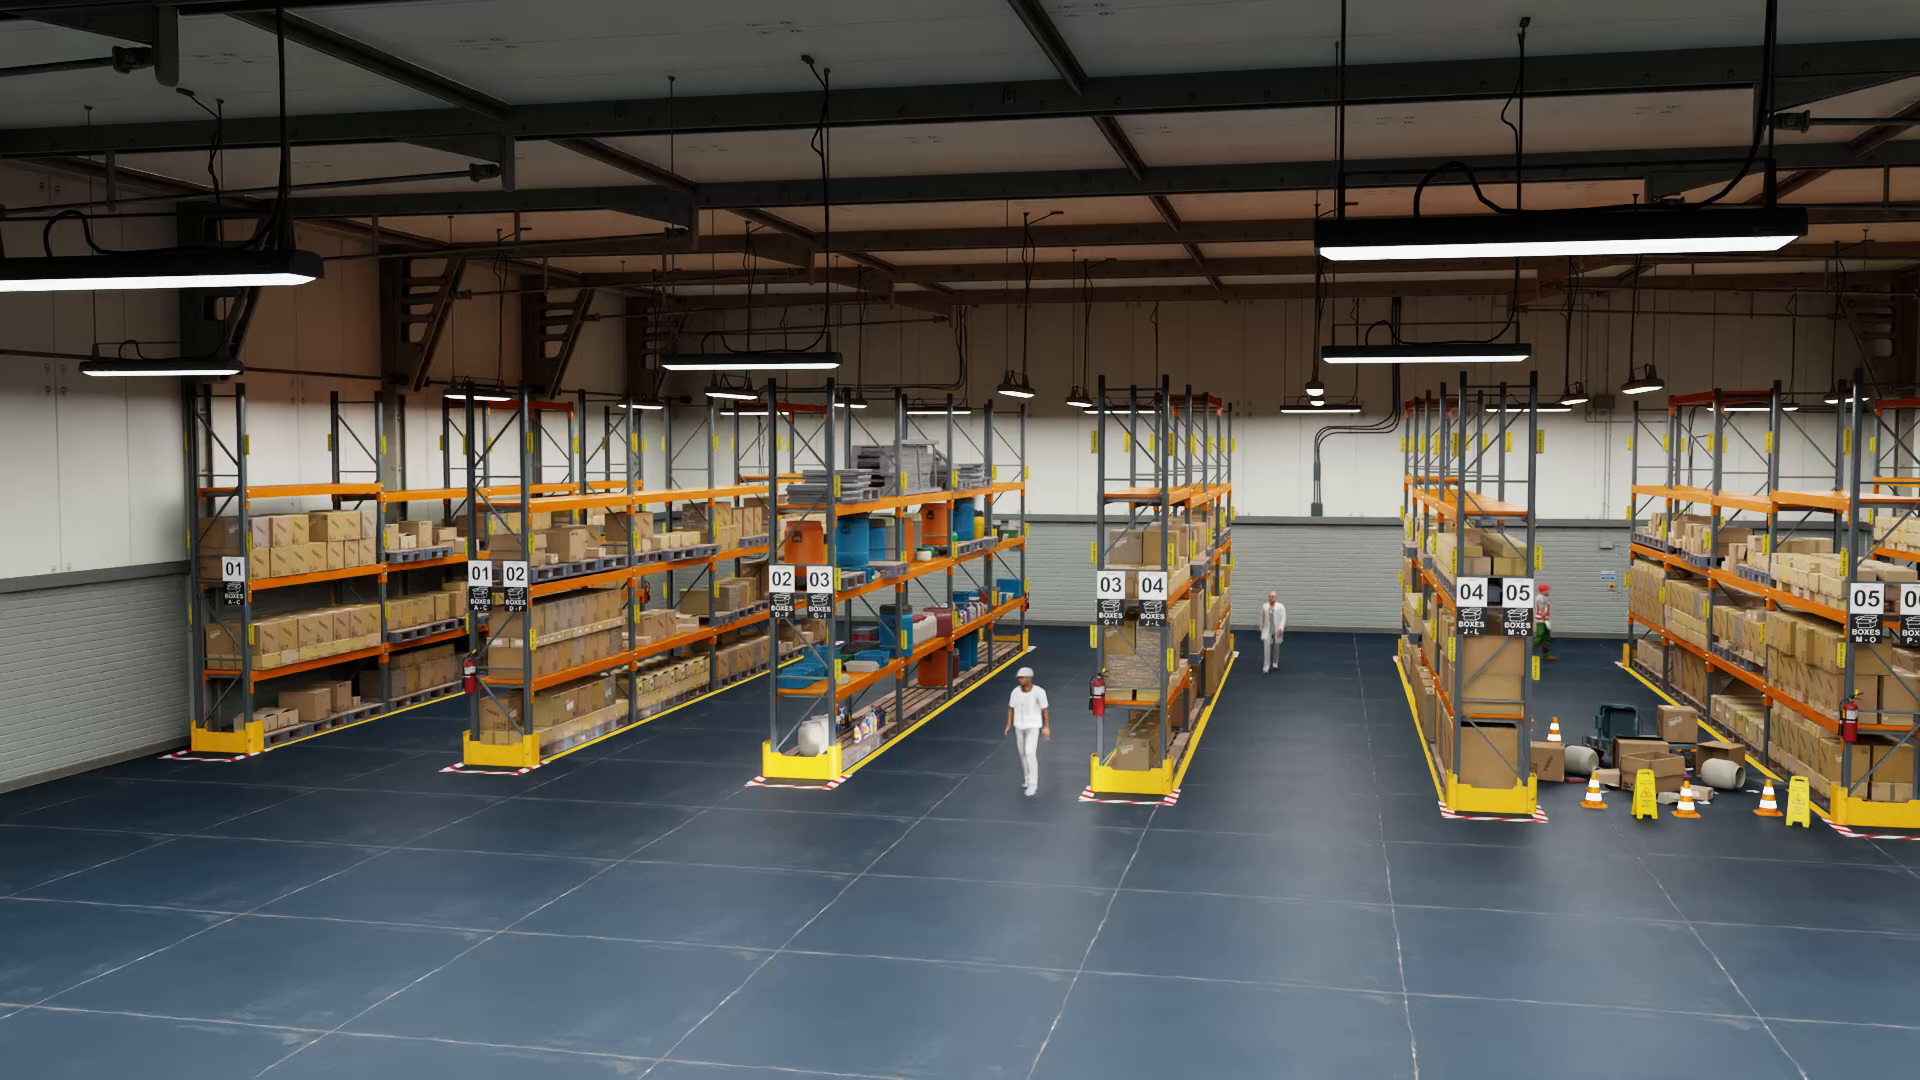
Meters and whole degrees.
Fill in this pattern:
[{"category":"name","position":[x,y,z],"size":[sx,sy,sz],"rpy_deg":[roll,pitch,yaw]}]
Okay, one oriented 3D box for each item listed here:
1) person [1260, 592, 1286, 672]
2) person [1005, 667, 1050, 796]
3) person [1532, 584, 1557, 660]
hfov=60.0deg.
[{"category":"person","position":[6.921,2.012,36.739],"size":[0.555,1.715,1.114],"rpy_deg":[0,3,8]},{"category":"person","position":[0.926,2.745,24.128],"size":[0.624,1.775,0.680],"rpy_deg":[2,4,35]},{"category":"person","position":[13.444,1.906,38.514],"size":[0.788,1.779,0.555],"rpy_deg":[1,3,18]}]
